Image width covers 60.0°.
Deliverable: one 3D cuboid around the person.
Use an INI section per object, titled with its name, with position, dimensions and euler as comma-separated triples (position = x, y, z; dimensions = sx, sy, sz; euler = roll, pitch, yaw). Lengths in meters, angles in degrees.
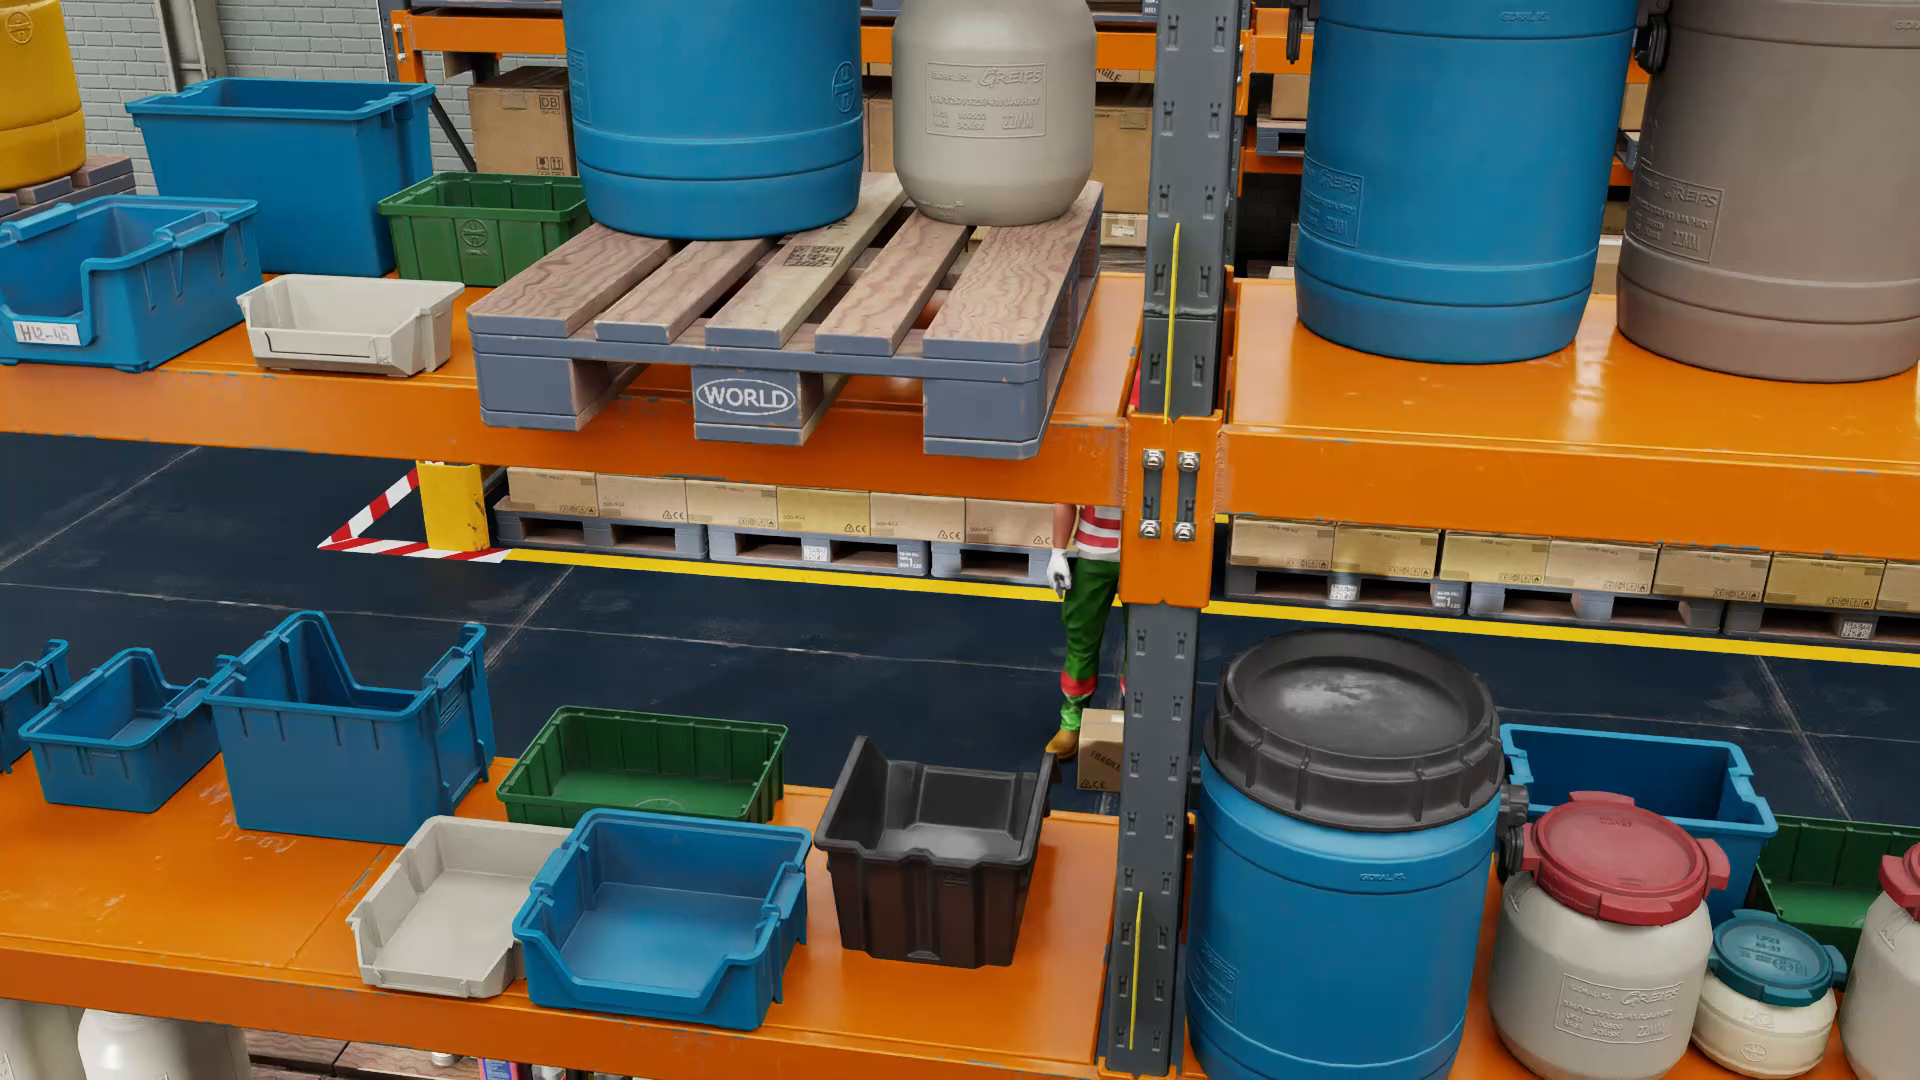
[person]
position = 0.664, 0.098, 6.875
dimensions = 0.607, 1.778, 0.453
euler = 2, 25, 5
